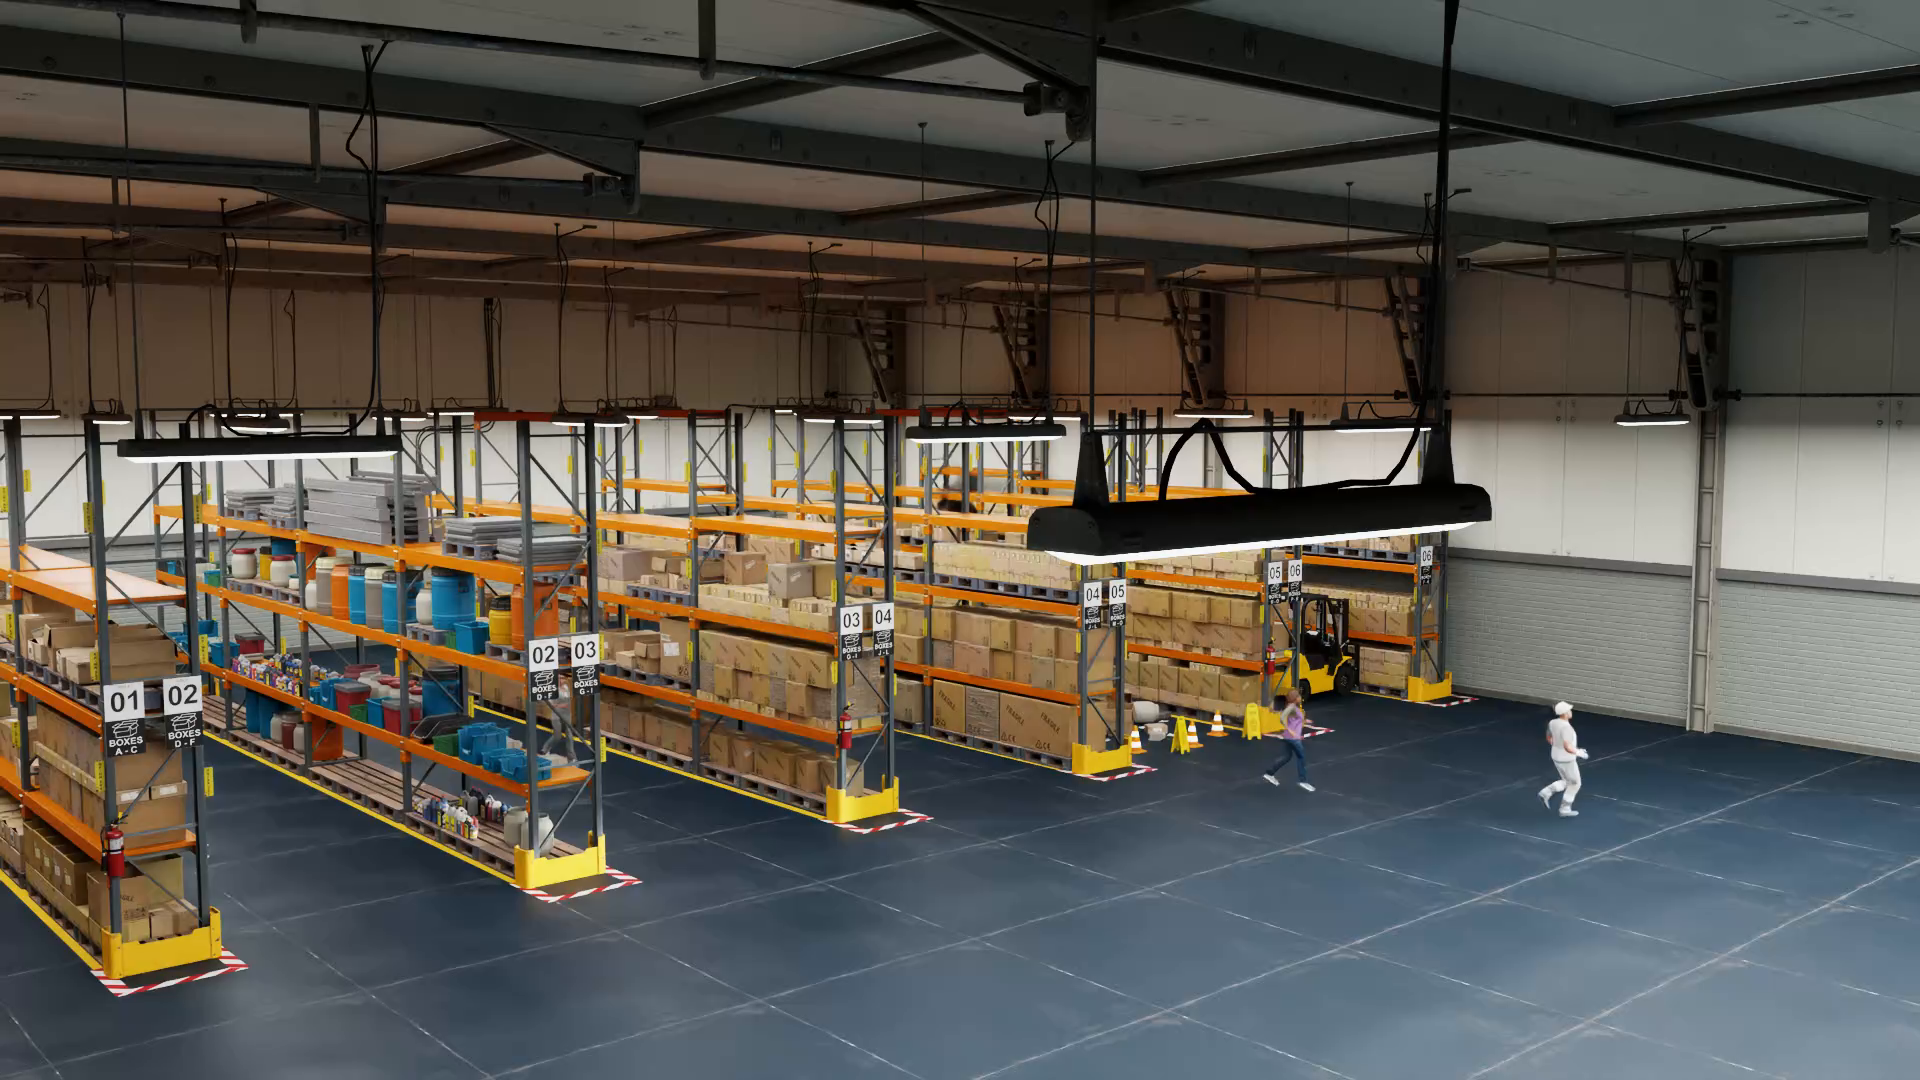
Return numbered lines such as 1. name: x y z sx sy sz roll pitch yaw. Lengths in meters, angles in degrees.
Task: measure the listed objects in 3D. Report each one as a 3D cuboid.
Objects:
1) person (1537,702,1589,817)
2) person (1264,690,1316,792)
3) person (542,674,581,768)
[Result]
1. person: 9.001 3.280 24.865 0.621 1.736 0.653 0 5 -5
2. person: 5.277 3.193 26.556 0.821 1.629 0.533 0 5 4
3. person: -6.782 3.035 28.228 0.877 1.596 0.537 4 6 37
